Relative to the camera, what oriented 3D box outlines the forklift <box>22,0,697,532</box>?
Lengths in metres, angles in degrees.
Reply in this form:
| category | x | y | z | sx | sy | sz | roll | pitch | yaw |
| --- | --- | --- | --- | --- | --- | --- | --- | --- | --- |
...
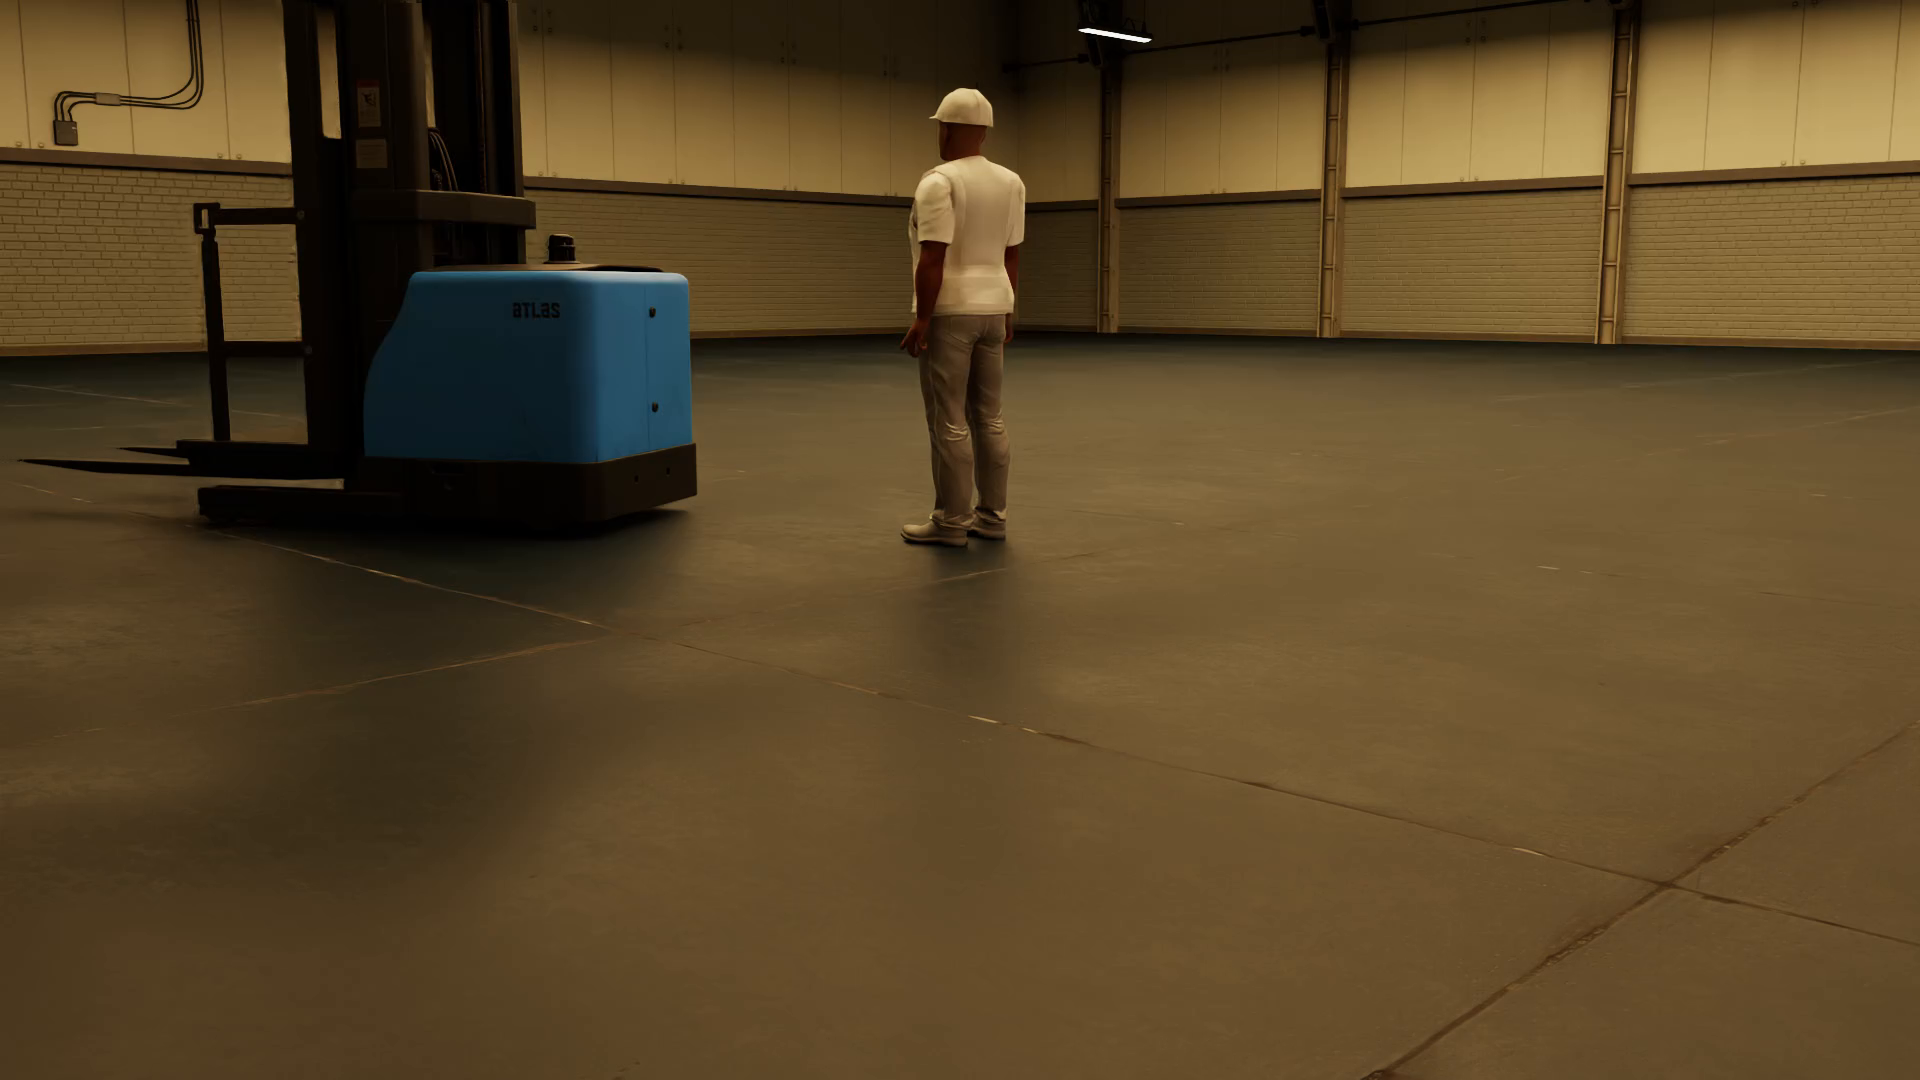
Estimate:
| category | x | y | z | sx | sy | sz | roll | pitch | yaw |
| --- | --- | --- | --- | --- | --- | --- | --- | --- | --- |
| forklift | -2.777 | -1.582 | 7.377 | 3.031 | 2.935 | 1.130 | 2 | 9 | 16 |

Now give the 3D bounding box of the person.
| category | x | y | z | sx | sy | sz | roll | pitch | yaw |
| --- | --- | --- | --- | --- | --- | --- | --- | --- | --- |
| person | -0.009 | -0.872 | 6.580 | 0.388 | 1.770 | 0.556 | 8 | 12 | 43 |
